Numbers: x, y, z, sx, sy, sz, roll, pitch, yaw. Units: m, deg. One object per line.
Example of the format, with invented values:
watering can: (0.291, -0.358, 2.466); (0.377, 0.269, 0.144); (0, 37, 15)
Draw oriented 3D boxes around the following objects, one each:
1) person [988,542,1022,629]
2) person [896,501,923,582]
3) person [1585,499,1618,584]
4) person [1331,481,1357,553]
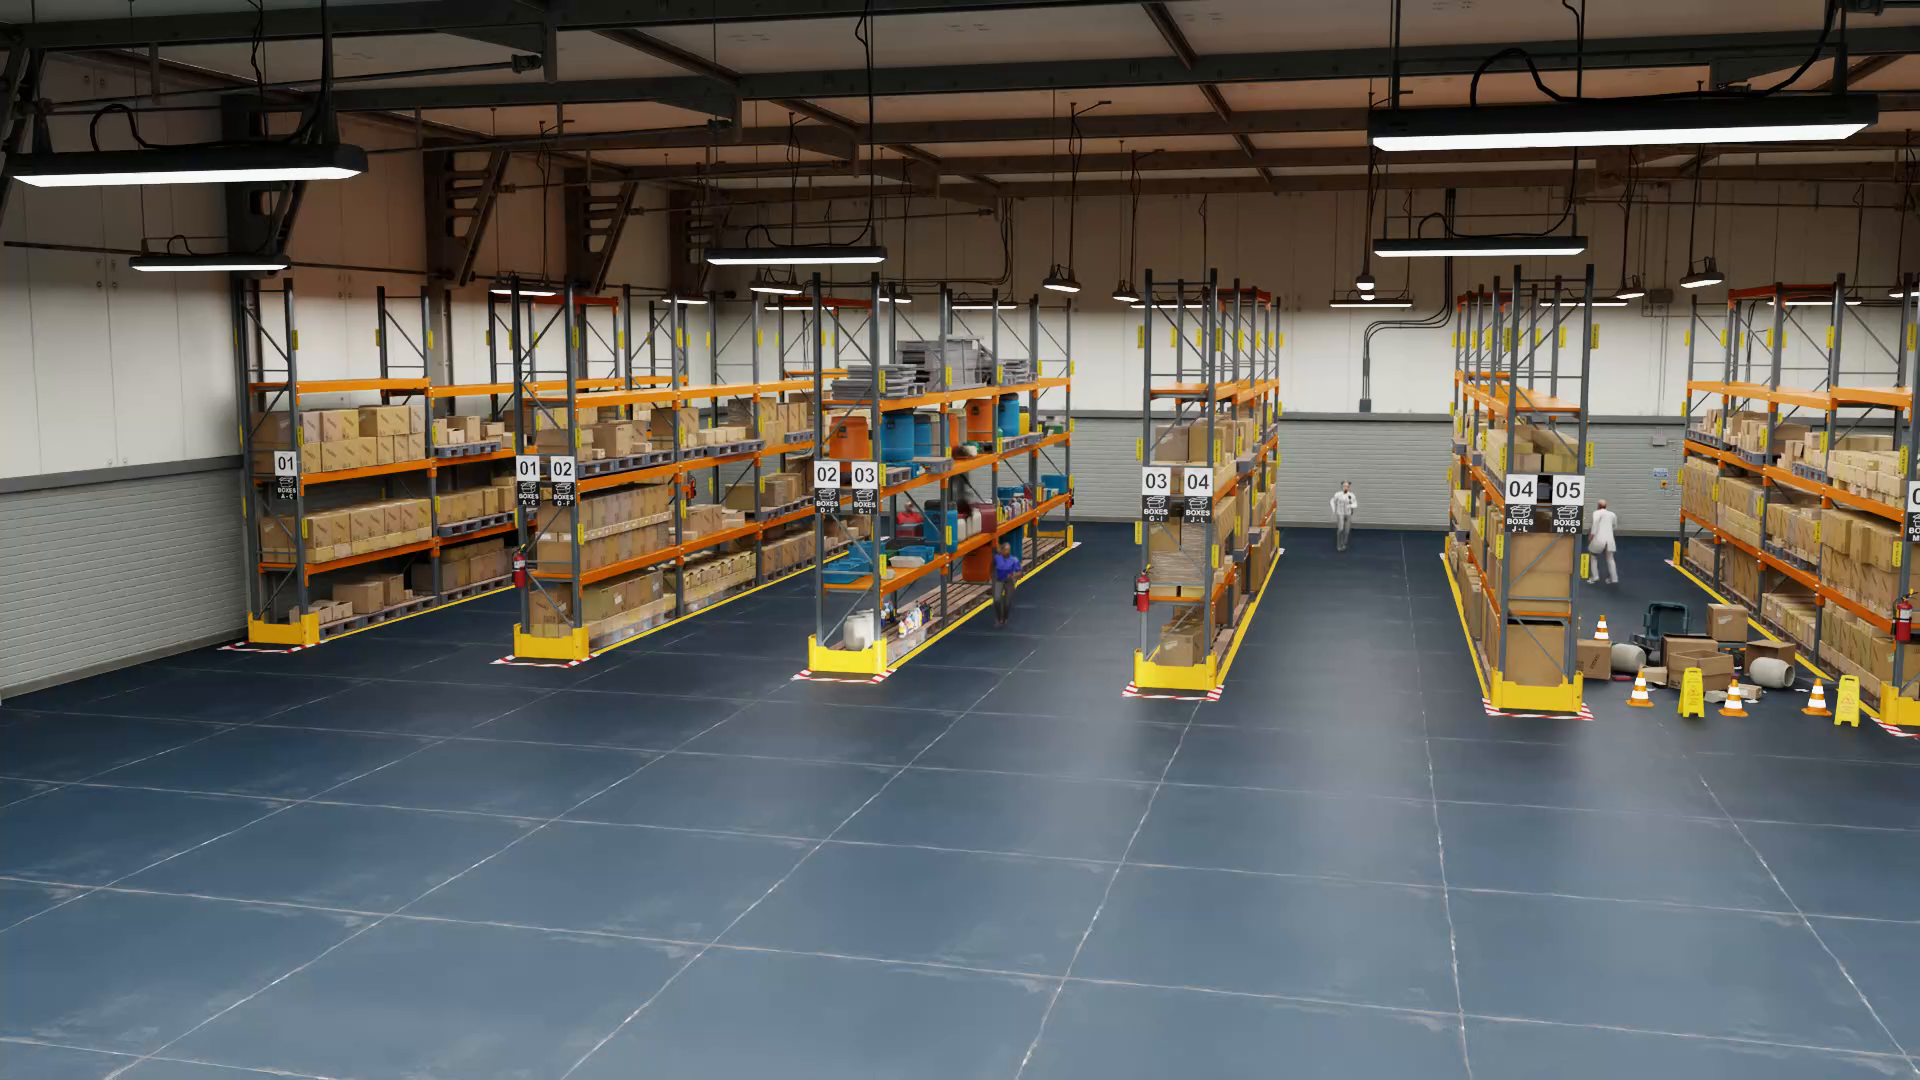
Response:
person: (0.779, 0.769, 28.814); (0.595, 1.523, 0.979); (0, 7, 1)
person: (-1.077, 0.077, 34.093); (0.647, 1.766, 0.736); (1, 7, 10)
person: (13.196, 0.061, 34.091); (0.700, 1.755, 1.062); (0, 7, -3)
person: (9.109, -0.557, 39.423); (0.569, 1.718, 0.695); (1, 7, 4)
